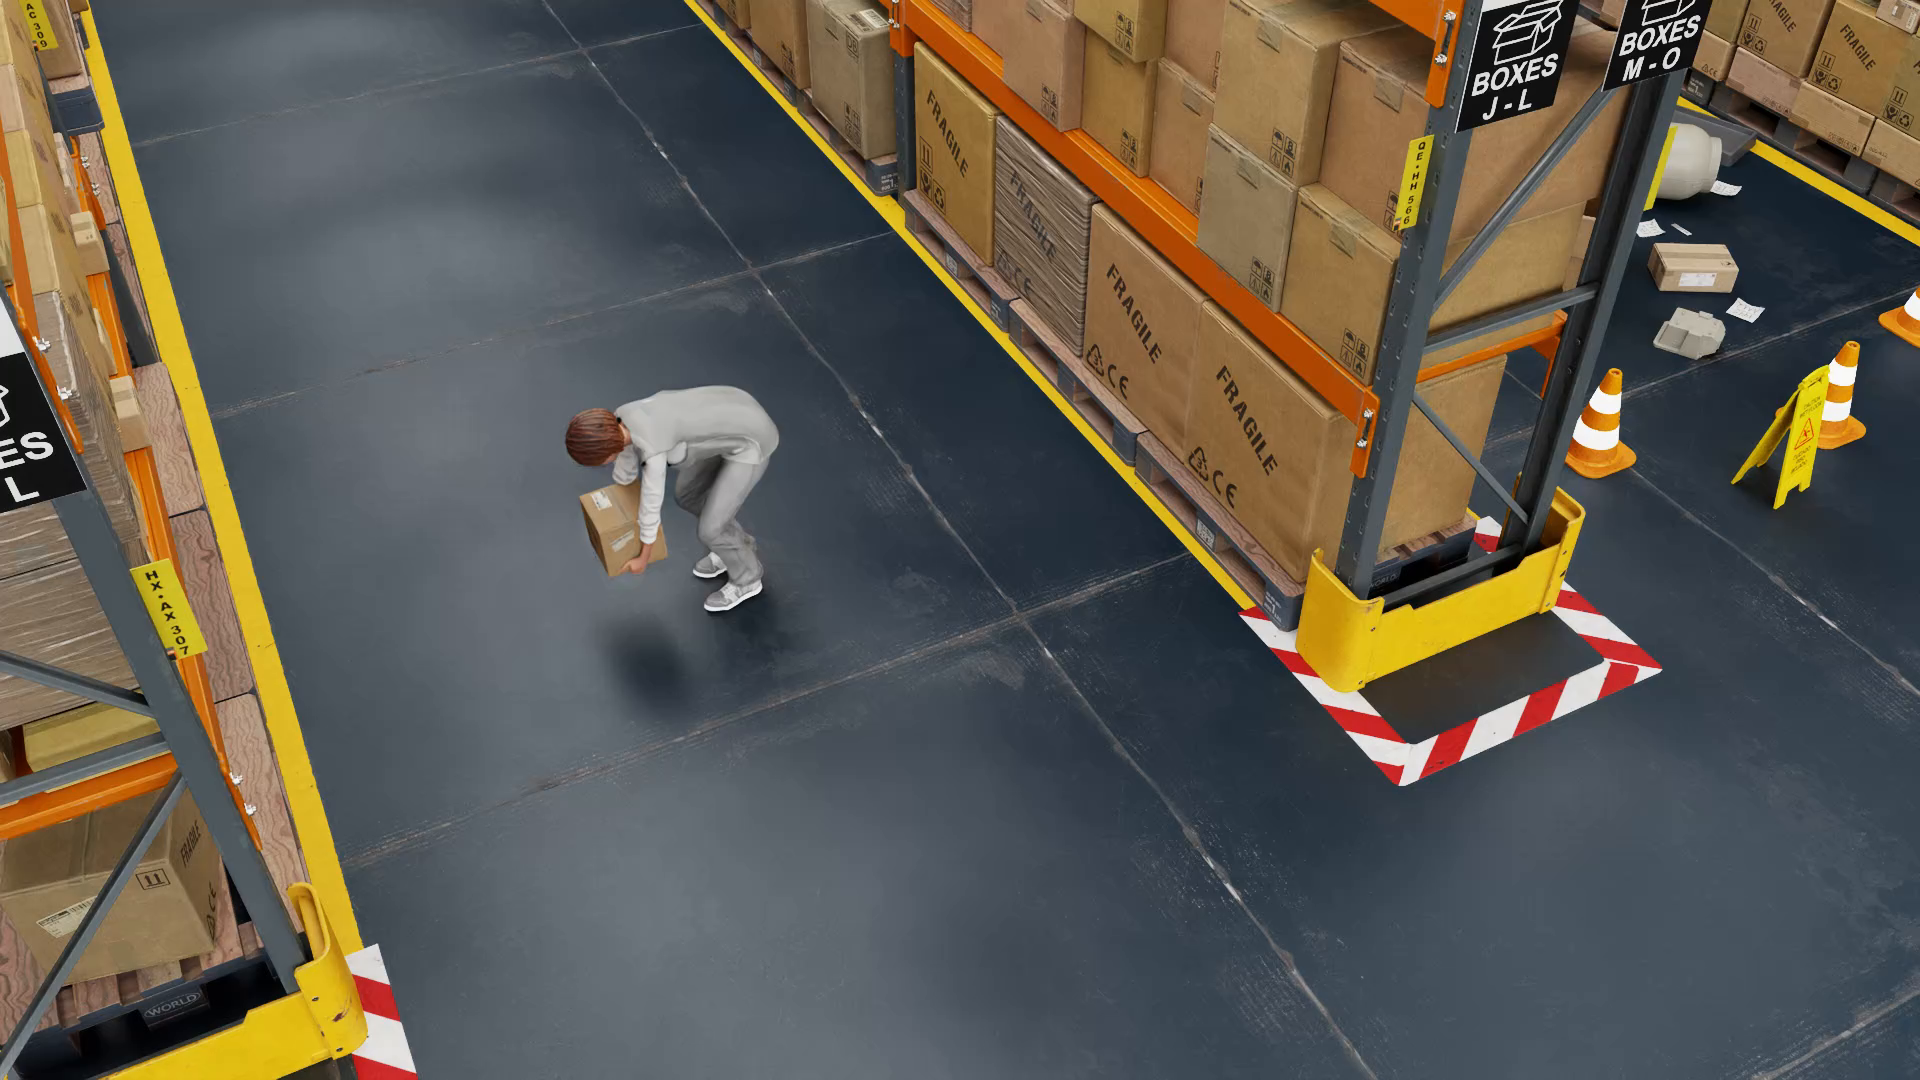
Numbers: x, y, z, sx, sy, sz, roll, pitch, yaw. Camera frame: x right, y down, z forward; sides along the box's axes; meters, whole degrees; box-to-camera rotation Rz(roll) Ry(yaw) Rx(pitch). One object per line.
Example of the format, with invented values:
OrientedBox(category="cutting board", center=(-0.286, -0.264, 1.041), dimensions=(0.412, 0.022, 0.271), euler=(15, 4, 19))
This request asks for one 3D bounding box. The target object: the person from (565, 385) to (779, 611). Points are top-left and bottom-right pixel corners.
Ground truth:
OrientedBox(category="person", center=(-1.127, -0.171, 6.732), dimensions=(0.846, 1.100, 0.400), euler=(-21, 46, -22))
